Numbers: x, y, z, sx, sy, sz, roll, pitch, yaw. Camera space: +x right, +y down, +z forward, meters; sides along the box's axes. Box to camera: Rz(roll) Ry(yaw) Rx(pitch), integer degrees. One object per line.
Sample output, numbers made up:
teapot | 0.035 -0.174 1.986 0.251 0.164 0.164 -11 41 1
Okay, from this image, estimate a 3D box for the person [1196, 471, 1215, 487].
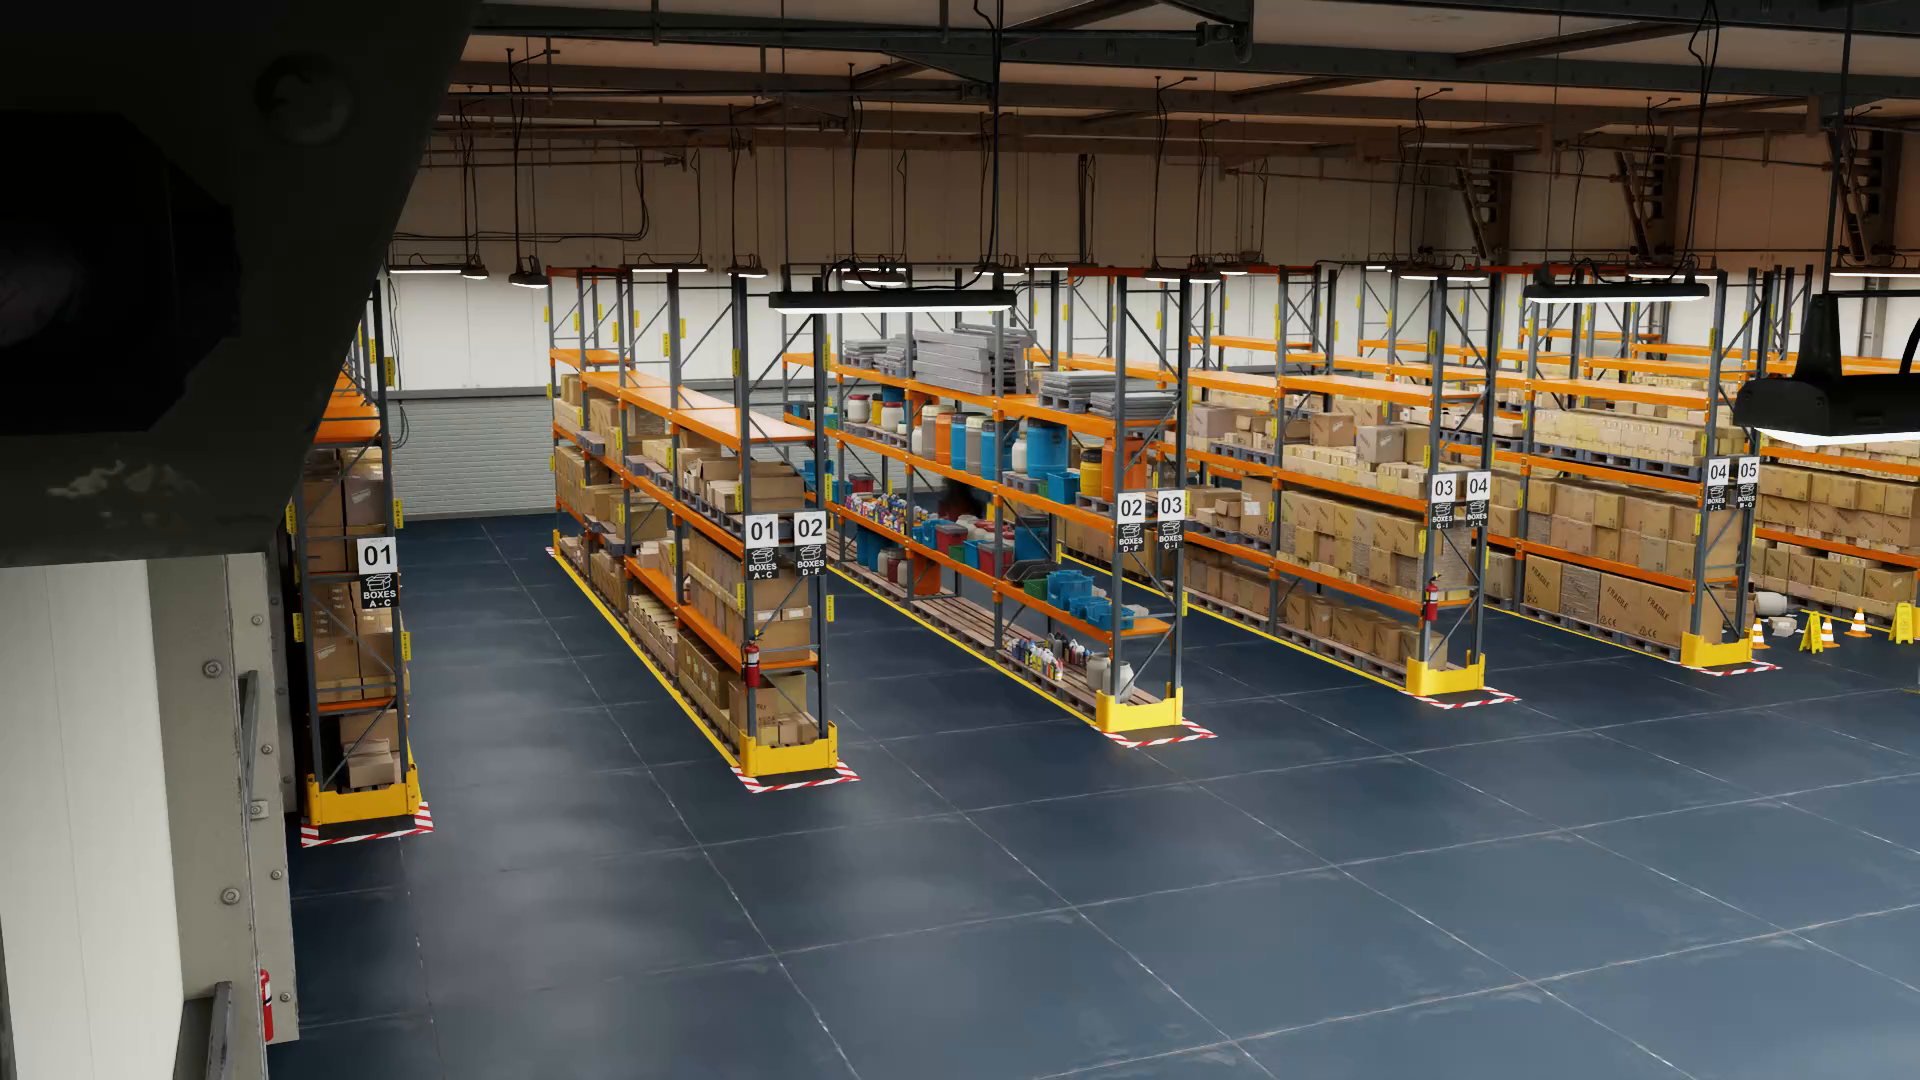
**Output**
person | 6.220 -1.673 41.587 0.761 1.630 0.720 1 10 7
